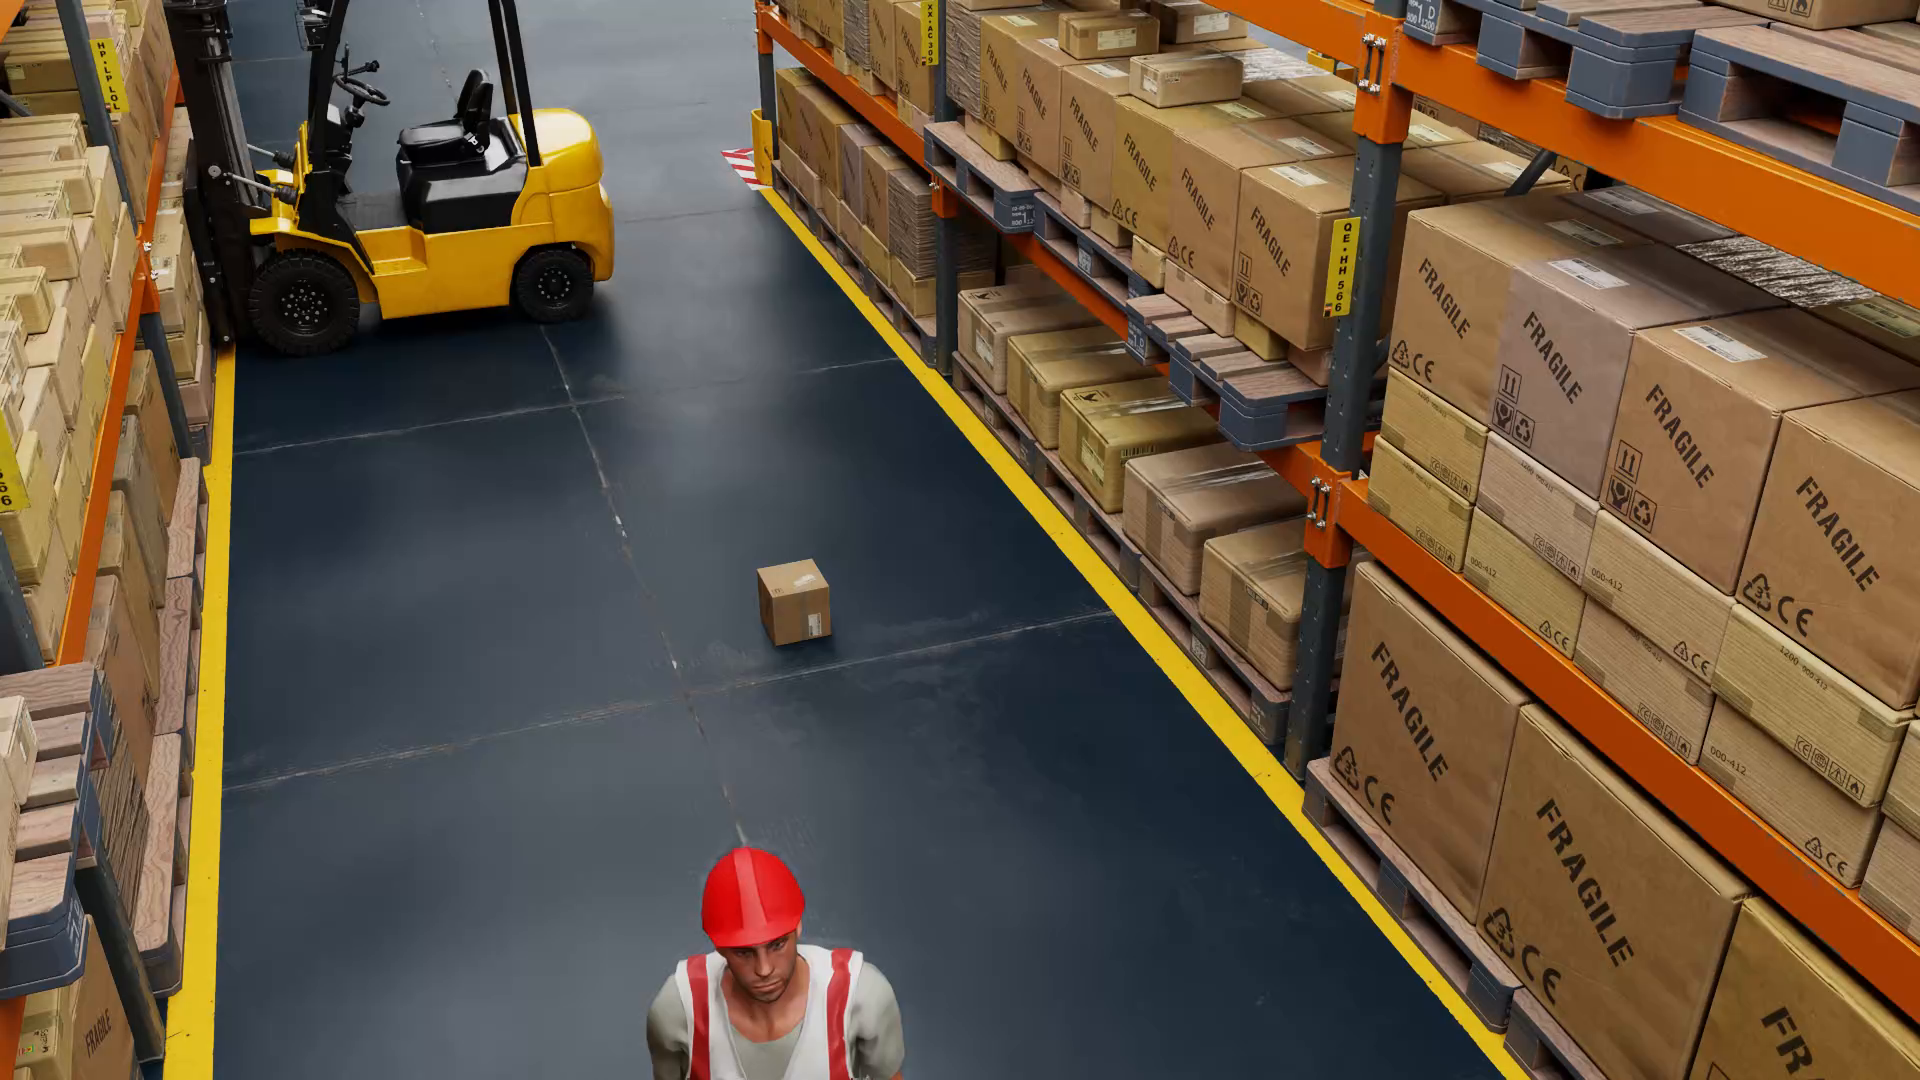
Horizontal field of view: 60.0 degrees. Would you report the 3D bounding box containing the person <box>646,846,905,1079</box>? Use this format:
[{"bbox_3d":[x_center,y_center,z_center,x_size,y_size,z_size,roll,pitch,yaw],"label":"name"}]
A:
[{"bbox_3d":[-0.381,1.390,3.609,0.541,1.781,0.580,-1,30,-2],"label":"person"}]
